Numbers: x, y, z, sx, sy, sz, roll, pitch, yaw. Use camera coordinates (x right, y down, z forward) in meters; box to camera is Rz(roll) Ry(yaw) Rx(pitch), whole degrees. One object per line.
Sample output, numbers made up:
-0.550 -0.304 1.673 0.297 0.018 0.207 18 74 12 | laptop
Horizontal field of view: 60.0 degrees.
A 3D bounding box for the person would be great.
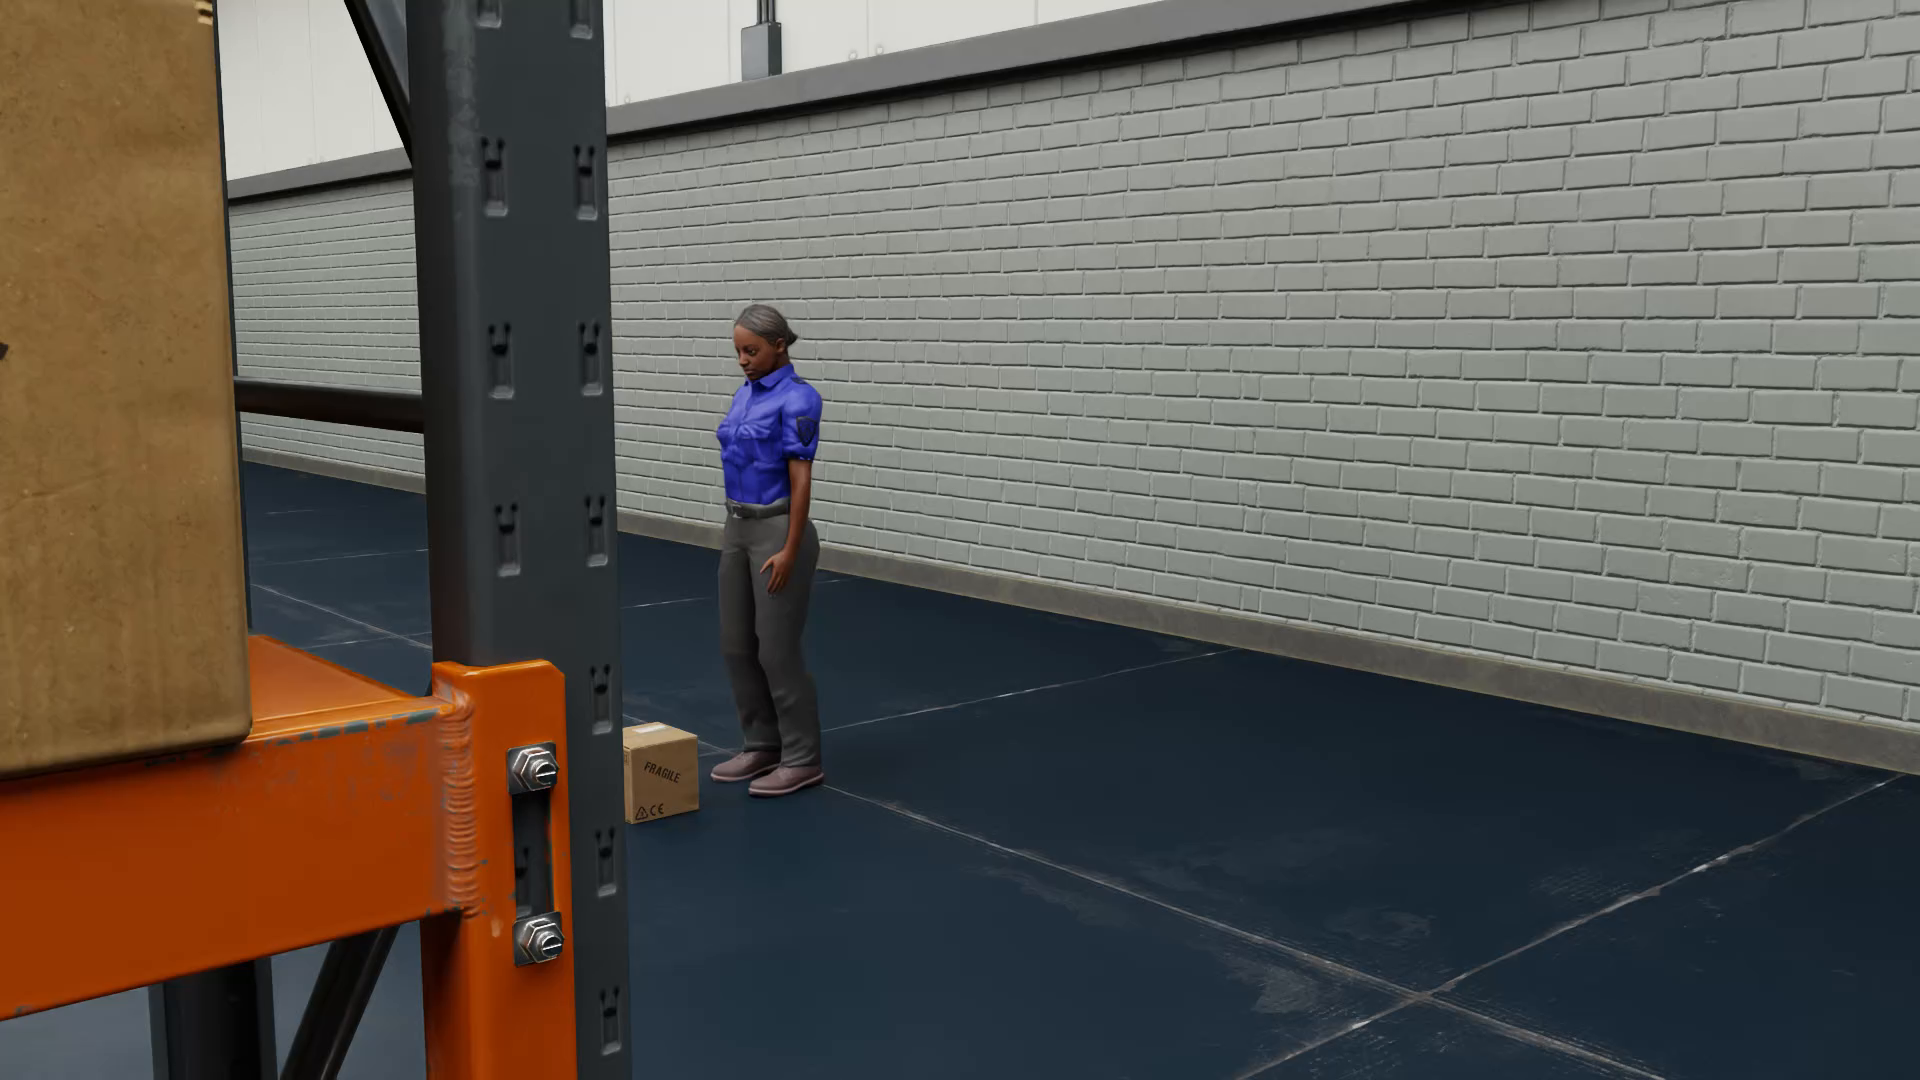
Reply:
-0.648 0.030 5.648 0.305 1.650 0.441 -6 10 -40 | person
